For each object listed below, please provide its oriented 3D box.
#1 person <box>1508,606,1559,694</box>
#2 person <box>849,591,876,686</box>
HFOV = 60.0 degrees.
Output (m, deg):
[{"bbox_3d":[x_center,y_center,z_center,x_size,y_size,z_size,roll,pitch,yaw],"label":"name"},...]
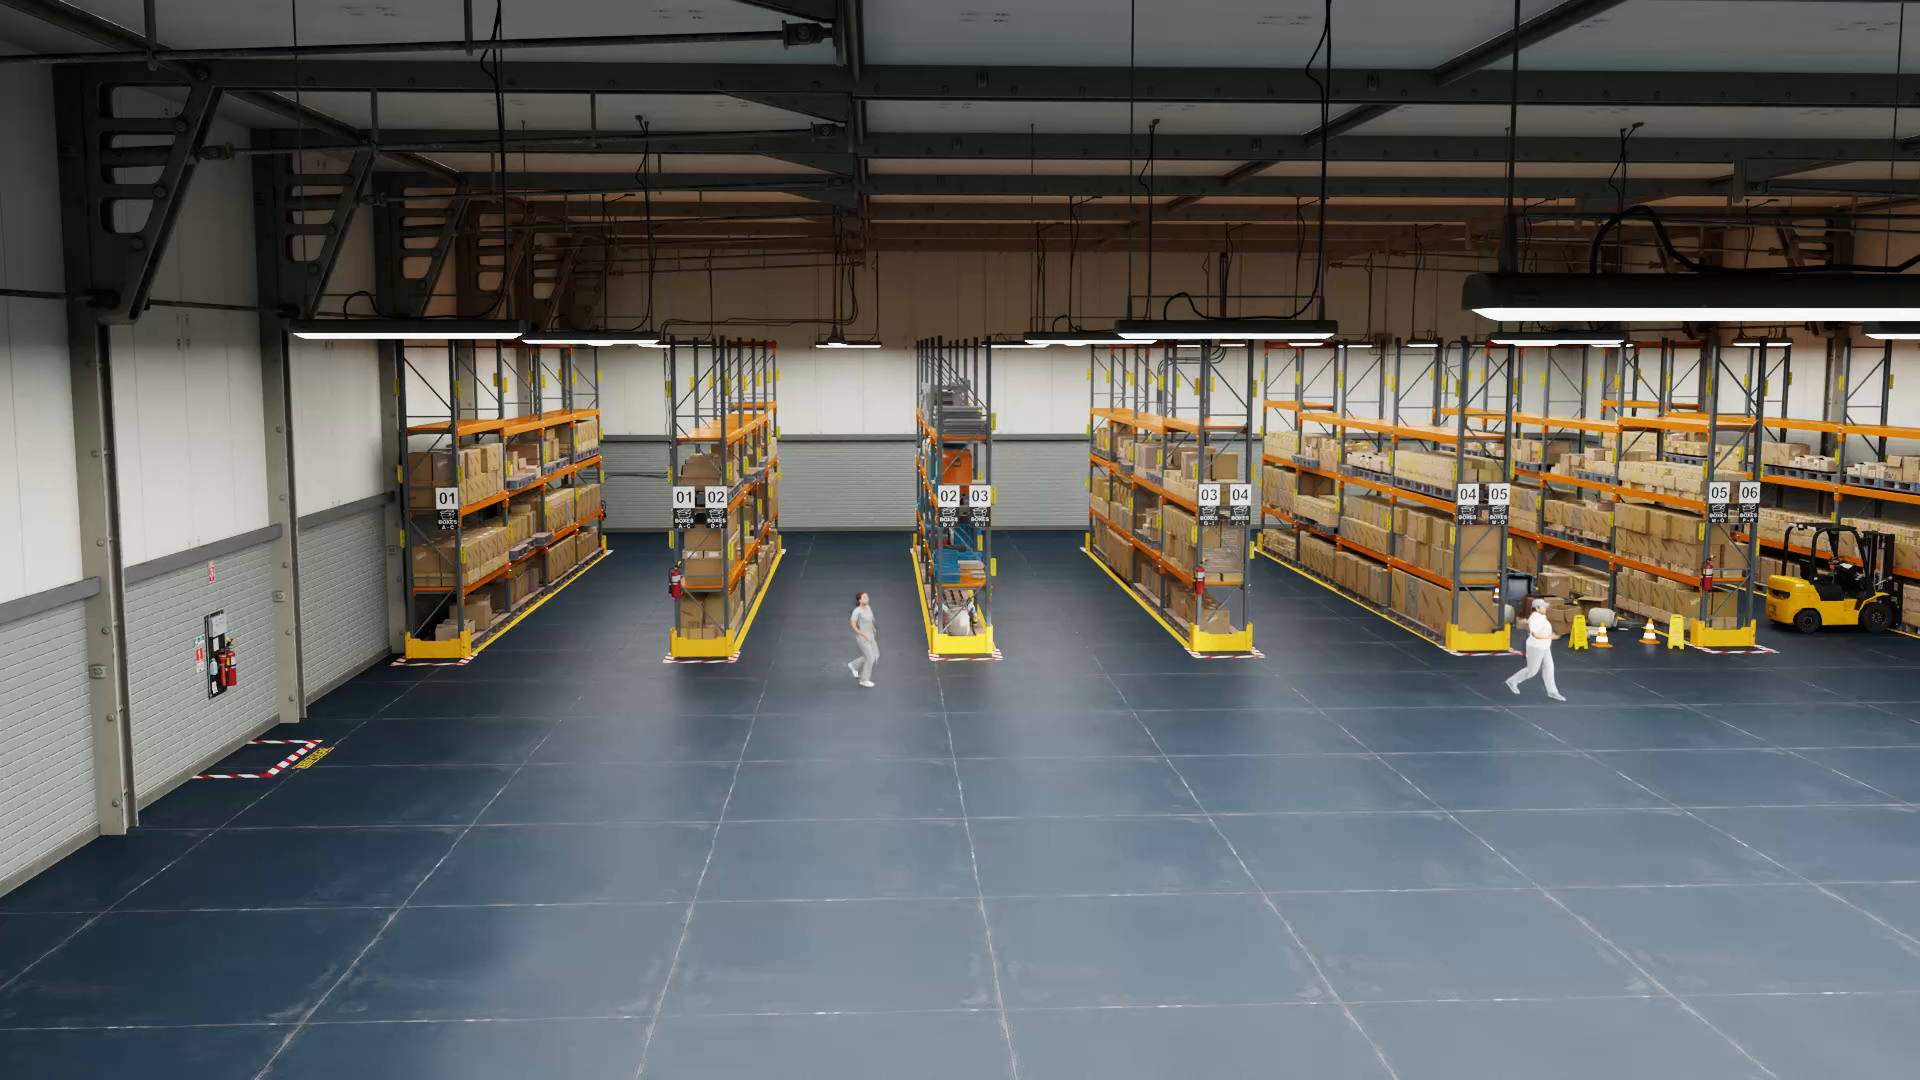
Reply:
[{"bbox_3d":[9.453,1.750,27.315,0.799,1.559,0.606,4,8,32],"label":"person"},{"bbox_3d":[-1.662,1.602,28.524,0.456,1.470,0.564,4,7,29],"label":"person"}]
